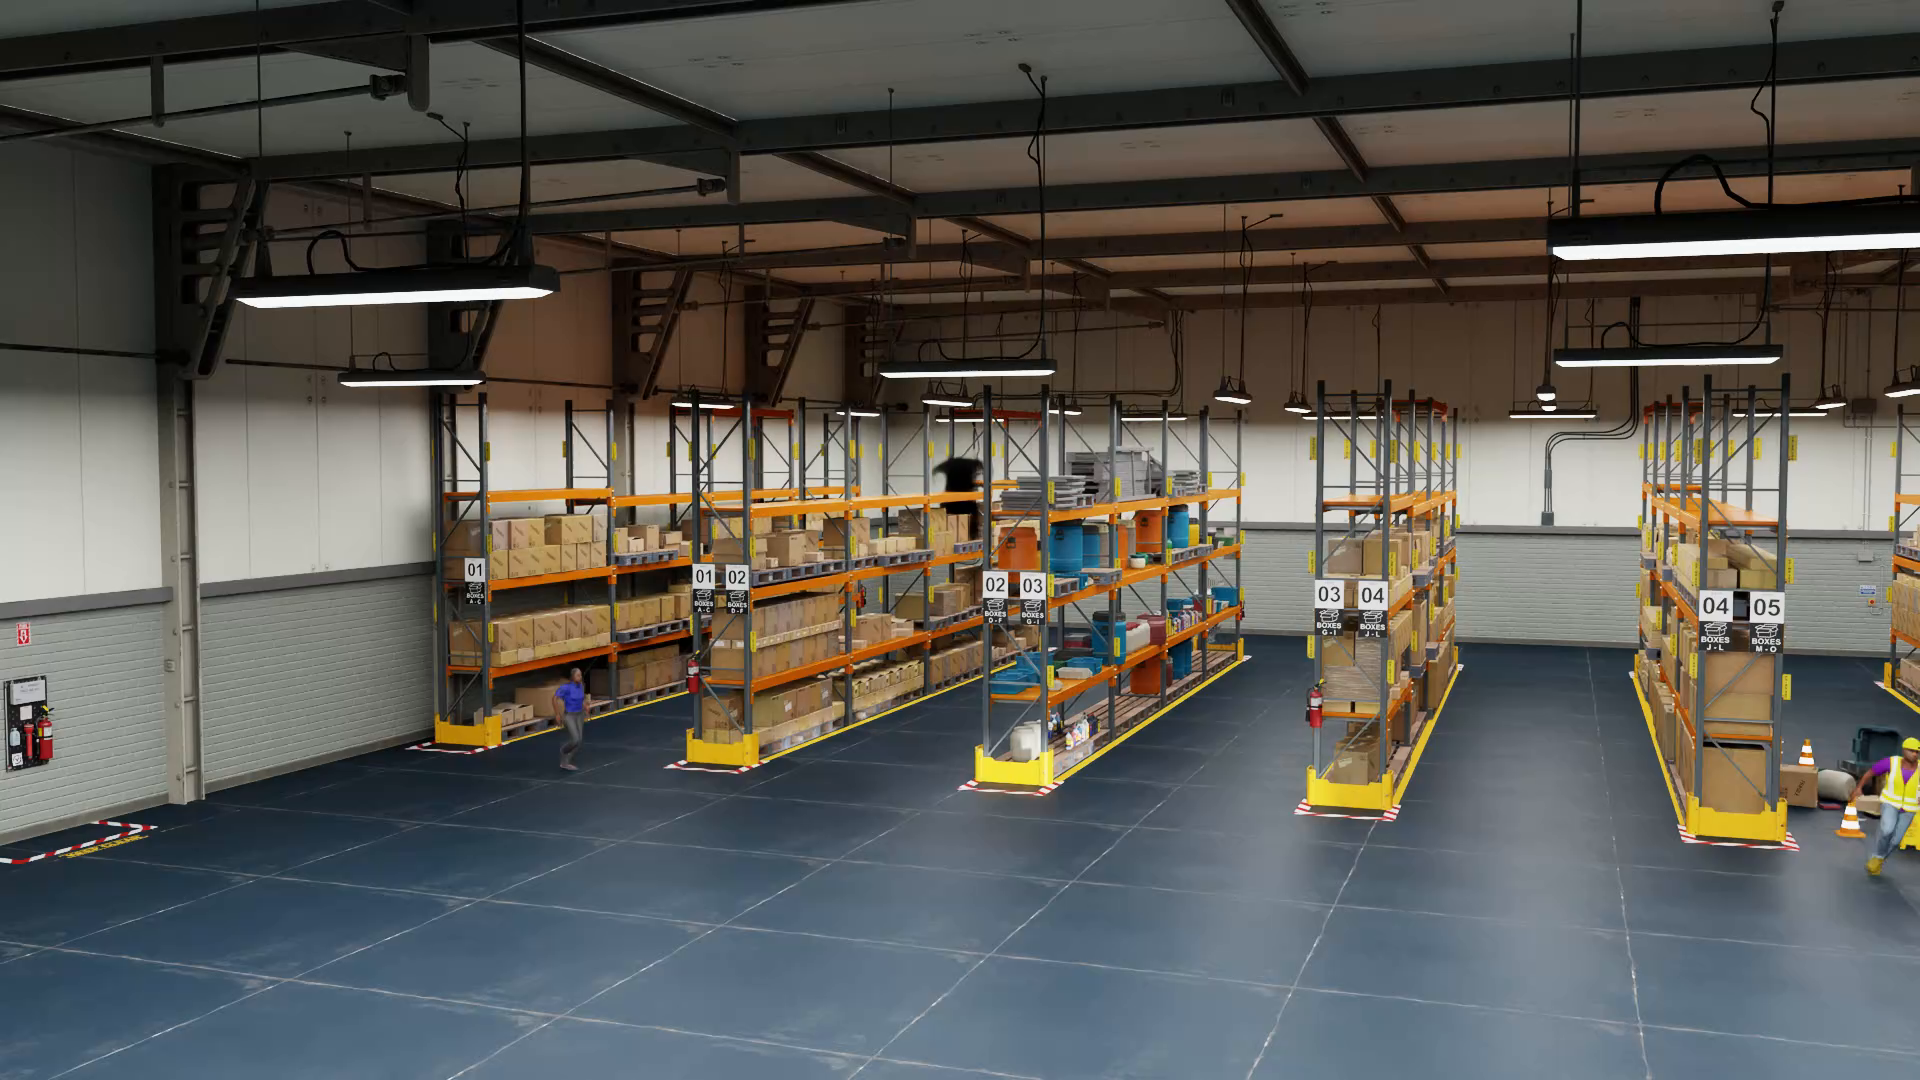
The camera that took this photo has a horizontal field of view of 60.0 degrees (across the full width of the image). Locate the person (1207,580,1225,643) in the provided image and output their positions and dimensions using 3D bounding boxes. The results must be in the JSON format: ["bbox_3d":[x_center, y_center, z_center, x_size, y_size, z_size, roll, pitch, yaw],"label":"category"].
[{"bbox_3d":[6.691,1.873,43.432,0.507,1.660,0.493,-2,4,-35],"label":"person"}]

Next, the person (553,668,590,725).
[{"bbox_3d":[-6.035,2.442,26.028,0.348,0.862,0.647,2,4,36],"label":"person"}]

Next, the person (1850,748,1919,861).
[{"bbox_3d":[11.007,3.123,19.496,0.871,1.563,0.717,1,3,15],"label":"person"}]
